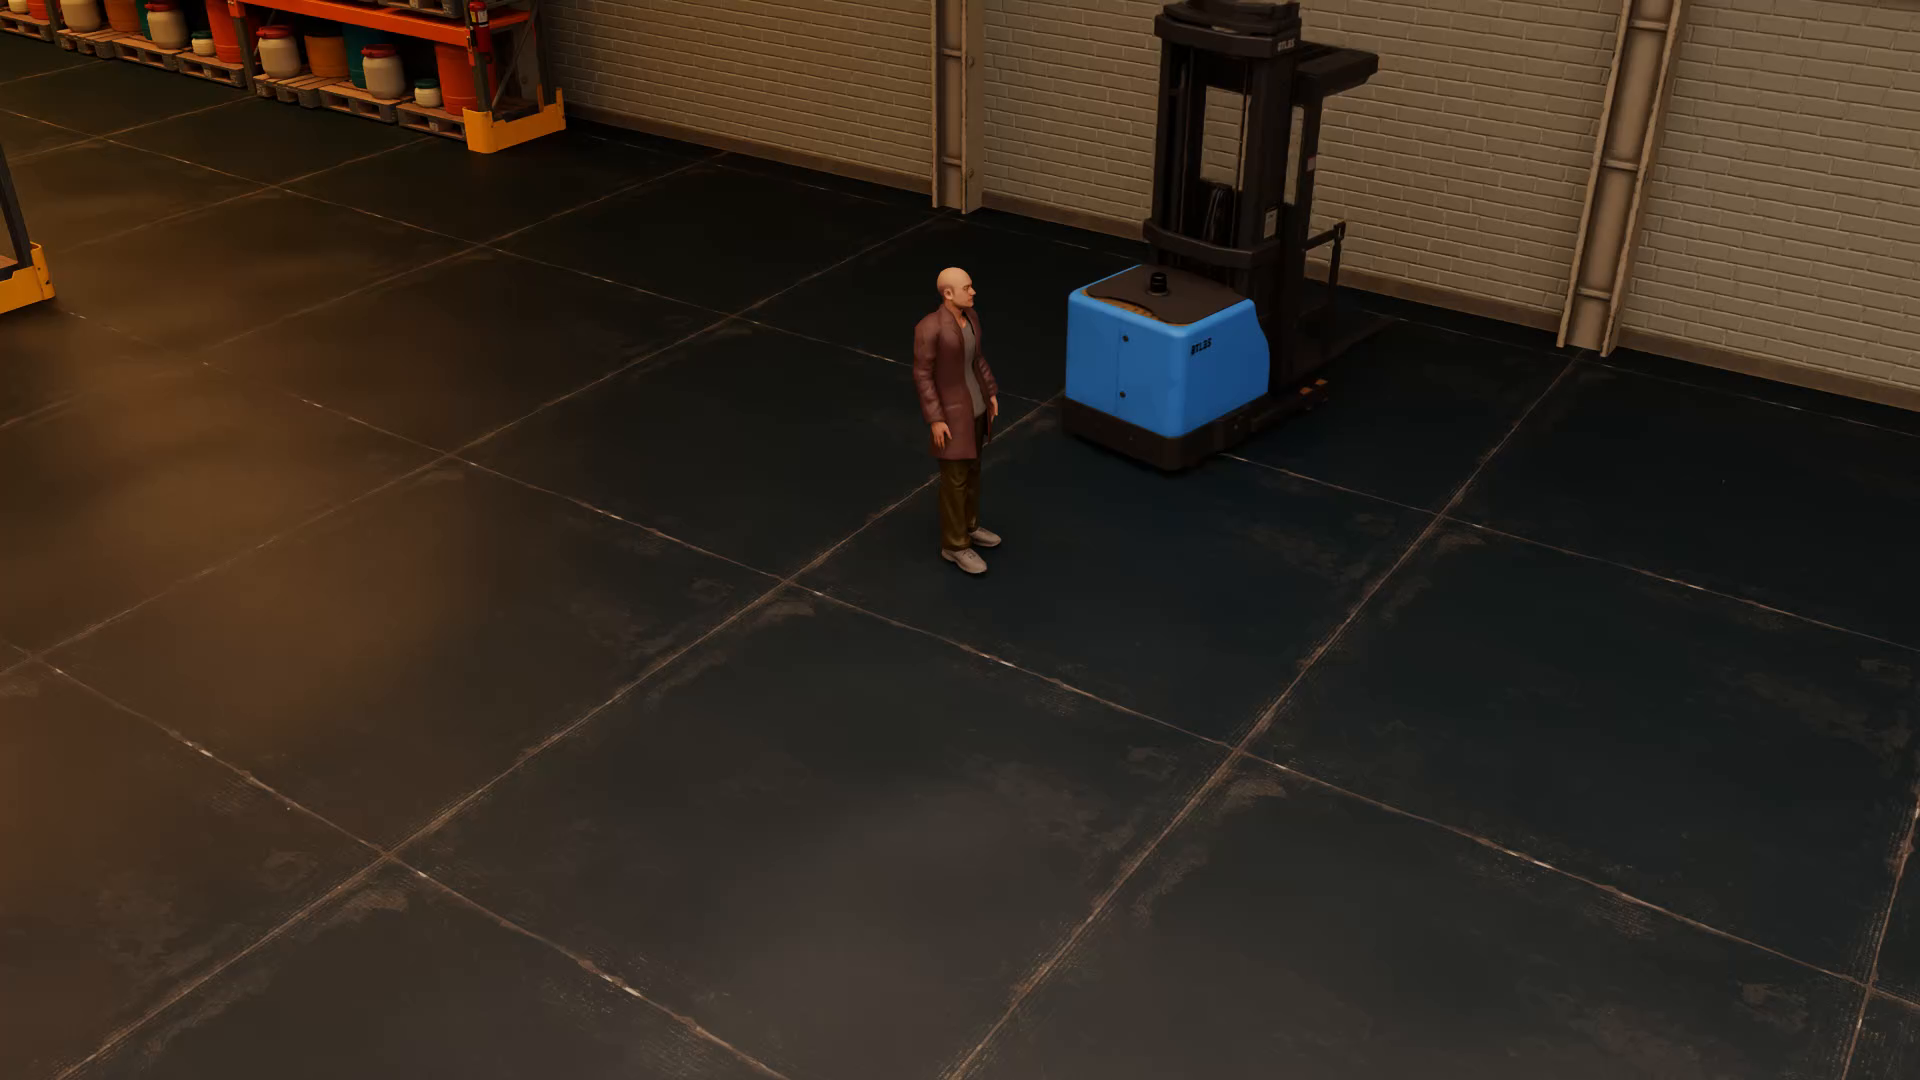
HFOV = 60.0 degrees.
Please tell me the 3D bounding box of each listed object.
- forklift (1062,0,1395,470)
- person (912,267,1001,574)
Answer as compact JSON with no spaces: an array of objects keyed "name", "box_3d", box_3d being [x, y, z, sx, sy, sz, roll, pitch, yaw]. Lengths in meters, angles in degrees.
[{"name":"forklift","box_3d":[2.110,-2.376,11.673,1.130,2.935,3.031,26,39,37]},{"name":"person","box_3d":[0.074,-0.748,10.002,0.579,1.778,0.698,19,35,29]}]
